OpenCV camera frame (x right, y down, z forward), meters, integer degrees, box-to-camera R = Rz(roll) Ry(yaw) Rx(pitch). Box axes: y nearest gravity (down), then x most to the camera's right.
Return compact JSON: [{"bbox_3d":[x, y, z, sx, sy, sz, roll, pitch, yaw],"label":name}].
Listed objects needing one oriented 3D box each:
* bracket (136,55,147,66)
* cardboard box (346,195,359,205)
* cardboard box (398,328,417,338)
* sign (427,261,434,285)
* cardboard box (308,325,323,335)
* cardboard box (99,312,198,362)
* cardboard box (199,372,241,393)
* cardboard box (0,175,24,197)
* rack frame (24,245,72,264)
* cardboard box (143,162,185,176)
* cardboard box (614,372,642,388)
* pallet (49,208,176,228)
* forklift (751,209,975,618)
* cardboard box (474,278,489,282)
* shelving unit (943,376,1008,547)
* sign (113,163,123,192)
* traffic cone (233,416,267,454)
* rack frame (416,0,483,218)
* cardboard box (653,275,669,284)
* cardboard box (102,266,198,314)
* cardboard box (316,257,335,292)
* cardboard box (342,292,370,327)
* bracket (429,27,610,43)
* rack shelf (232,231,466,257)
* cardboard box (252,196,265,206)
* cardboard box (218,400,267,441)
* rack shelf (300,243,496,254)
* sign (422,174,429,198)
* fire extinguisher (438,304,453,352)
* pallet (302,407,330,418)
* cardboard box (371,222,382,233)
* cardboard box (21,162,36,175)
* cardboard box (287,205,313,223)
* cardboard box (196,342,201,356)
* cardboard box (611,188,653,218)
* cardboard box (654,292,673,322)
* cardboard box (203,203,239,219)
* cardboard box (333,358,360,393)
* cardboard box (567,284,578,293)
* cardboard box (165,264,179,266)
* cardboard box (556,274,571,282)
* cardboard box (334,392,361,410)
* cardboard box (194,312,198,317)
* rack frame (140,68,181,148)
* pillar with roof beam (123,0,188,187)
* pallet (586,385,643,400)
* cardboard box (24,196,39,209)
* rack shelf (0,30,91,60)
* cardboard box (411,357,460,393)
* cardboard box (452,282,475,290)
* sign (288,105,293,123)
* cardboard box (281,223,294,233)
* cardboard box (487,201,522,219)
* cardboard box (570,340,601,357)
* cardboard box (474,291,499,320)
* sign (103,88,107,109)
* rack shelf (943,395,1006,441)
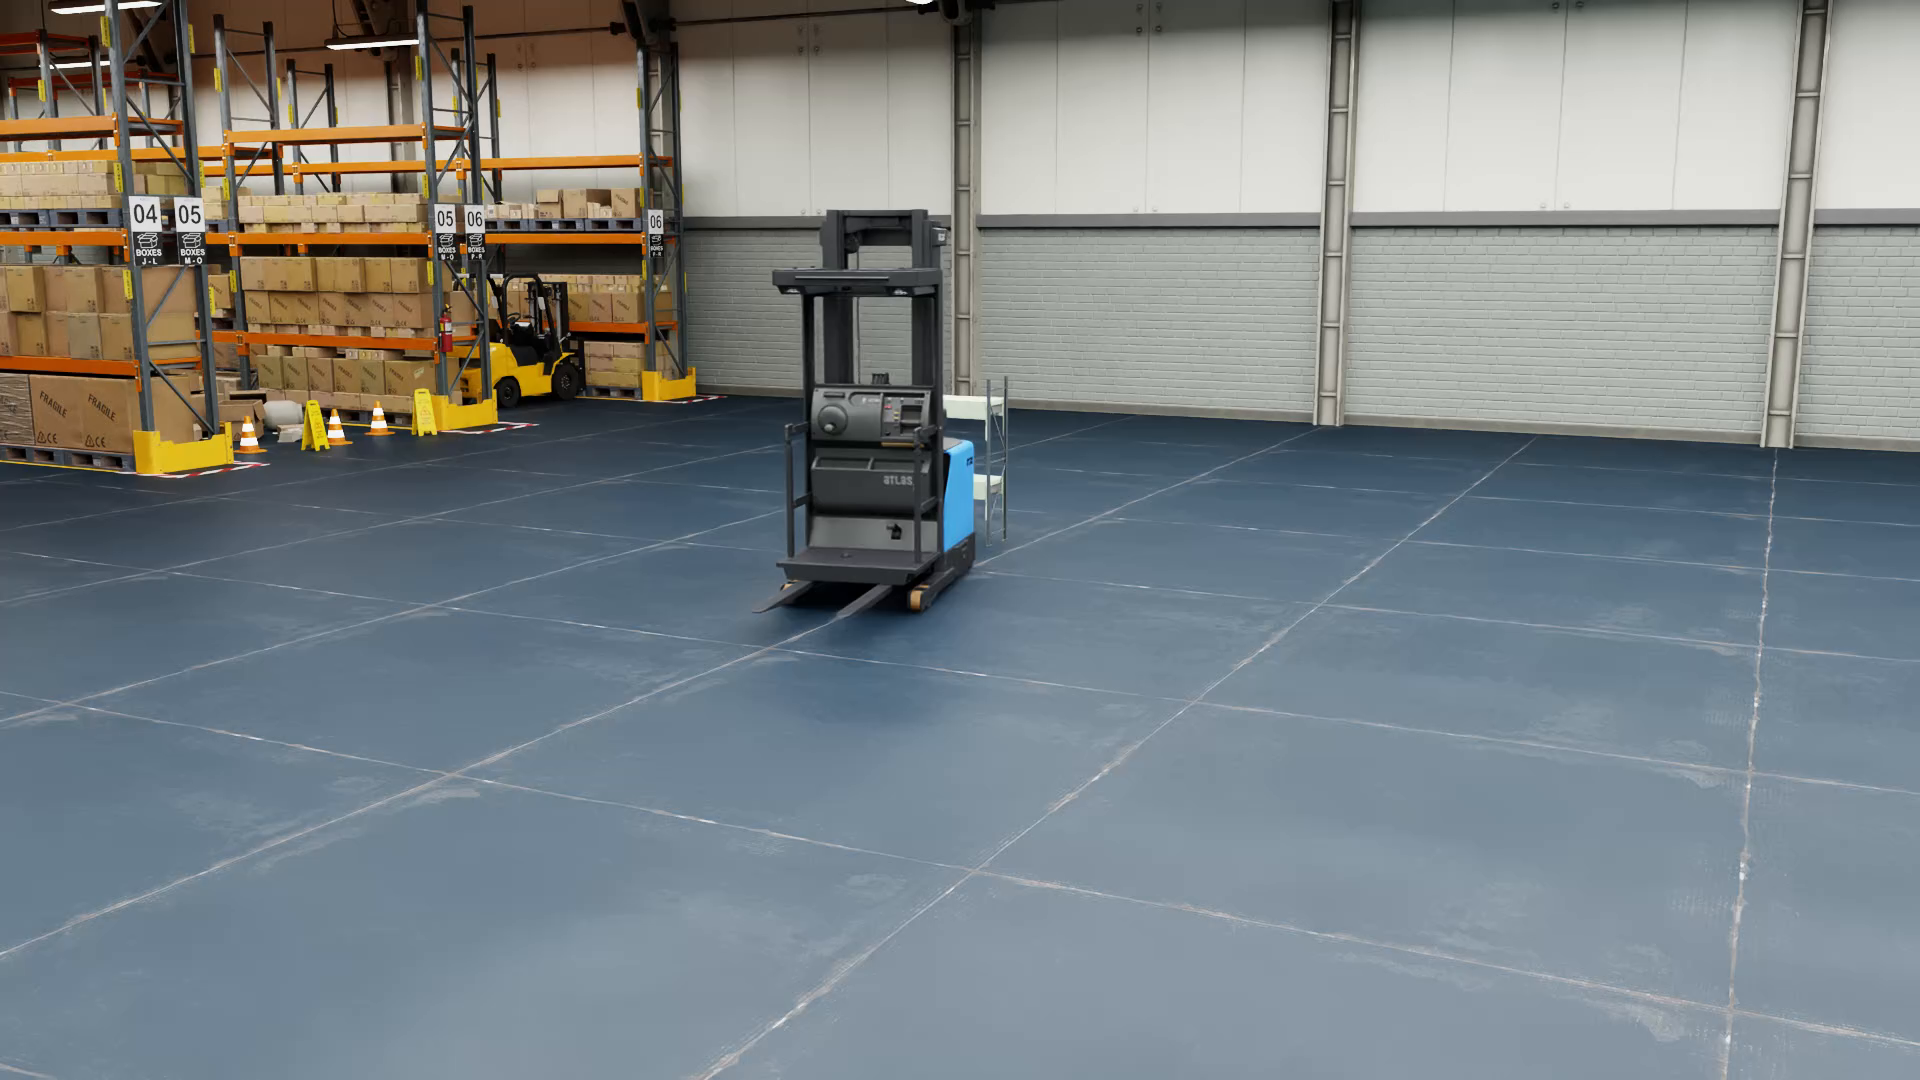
[{"bbox_3d":[-16.572,-9.785,33.918,0.430,0.232,0.235,5,11,26],"label":"bracket"},{"bbox_3d":[-8.778,-4.989,24.419,0.250,0.149,0.380,5,11,24],"label":"cardboard box"},{"bbox_3d":[-7.955,-3.022,24.210,0.250,0.149,0.380,5,11,25],"label":"cardboard box"},{"bbox_3d":[-7.513,-3.786,23.588,0.005,0.325,0.100,5,11,26],"label":"sign"},{"bbox_3d":[-9.553,-3.161,24.979,0.250,0.149,0.380,5,11,26],"label":"cardboard box"},{"bbox_3d":[-9.701,-2.445,19.897,0.550,0.550,0.875,5,11,26],"label":"cardboard box"},{"bbox_3d":[-11.954,-2.474,26.675,0.625,0.372,0.950,6,12,29],"label":"cardboard box"},{"bbox_3d":[-11.261,-4.267,20.086,0.500,0.250,0.500,5,11,26],"label":"cardboard box"},{"bbox_3d":[-19.405,-5.202,35.549,0.127,3.000,1.000,5,11,26],"label":"rack frame"},{"bbox_3d":[-9.507,-4.427,19.853,0.250,0.149,0.380,5,11,26],"label":"cardboard box"},{"bbox_3d":[-5.617,-2.781,28.716,0.500,0.250,0.500,5,11,26],"label":"cardboard box"},{"bbox_3d":[-10.018,-3.839,19.843,1.213,0.211,1.003,5,11,26],"label":"pallet"},{"bbox_3d":[-0.726,-0.984,12.438,1.130,2.935,3.031,3,11,14],"label":"forklift"},{"bbox_3d":[-8.489,-4.698,29.830,0.250,0.149,0.380,5,12,27],"label":"cardboard box"},{"bbox_3d":[0.006,-0.737,15.094,0.755,1.500,0.431,5,11,26],"label":"shelving unit"},{"bbox_3d":[-9.601,-4.137,18.977,0.005,0.325,0.100,5,11,26],"label":"sign"},{"bbox_3d":[-9.197,-1.370,21.499,0.334,0.463,0.336,5,11,26],"label":"traffic cone"},{"bbox_3d":[-7.249,-6.100,23.666,0.127,3.000,1.000,5,11,26],"label":"rack frame"},{"bbox_3d":[-5.263,-4.516,28.824,0.250,0.149,0.380,5,11,25],"label":"cardboard box"},{"bbox_3d":[-9.664,-2.990,19.875,0.550,0.550,0.875,5,11,26],"label":"cardboard box"},{"bbox_3d":[-9.143,-3.967,24.804,0.500,0.500,0.700,5,11,25],"label":"cardboard box"},{"bbox_3d":[-8.752,-3.422,24.602,0.500,0.500,0.500,5,11,26],"label":"cardboard box"},{"bbox_3d":[-8.121,-9.042,29.815,4.783,0.066,0.076,5,11,26],"label":"bracket"},{"bbox_3d":[-9.043,-4.428,24.868,4.000,0.370,1.077,5,11,26],"label":"rack shelf"},{"bbox_3d":[-10.452,-5.115,25.114,0.250,0.149,0.380,5,12,28],"label":"cardboard box"},{"bbox_3d":[-9.944,-1.654,22.954,0.637,0.503,0.797,-2,11,-14],"label":"cardboard box"},{"bbox_3d":[-10.437,-5.536,30.992,4.000,0.370,1.077,5,11,26],"label":"rack shelf"},{"bbox_3d":[-7.513,-4.973,23.374,0.005,0.325,0.100,5,11,26],"label":"sign"},{"bbox_3d":[-7.350,-3.027,23.751,0.183,0.674,0.296,5,11,26],"label":"fire extinguisher"},{"bbox_3d":[-10.218,-2.044,25.929,1.213,0.211,1.003,5,11,26],"label":"pallet"},{"bbox_3d":[-8.351,-4.555,24.259,0.250,0.149,0.380,5,11,26],"label":"cardboard box"},{"bbox_3d":[-10.941,-4.423,19.828,0.250,0.149,0.380,5,11,25],"label":"cardboard box"},{"bbox_3d":[-9.653,-4.853,24.783,0.500,0.250,0.500,5,11,26],"label":"cardboard box"},{"bbox_3d":[-15.001,-3.749,33.360,0.500,0.500,0.500,5,11,25],"label":"cardboard box"},{"bbox_3d":[-5.561,-5.718,28.238,0.500,0.500,0.500,5,12,28],"label":"cardboard box"},{"bbox_3d":[-5.377,-4.074,29.034,0.500,0.500,0.500,5,12,28],"label":"cardboard box"},{"bbox_3d":[-11.424,-5.095,25.778,0.500,0.250,0.500,5,11,25],"label":"cardboard box"},{"bbox_3d":[-9.002,-2.473,24.910,0.500,0.500,0.500,5,11,24],"label":"cardboard box"},{"bbox_3d":[-6.652,-4.389,28.957,0.250,0.149,0.380,5,11,26],"label":"cardboard box"},{"bbox_3d":[-12.831,-4.416,27.090,0.250,0.149,0.380,4,11,23],"label":"cardboard box"},{"bbox_3d":[-6.849,-4.570,29.122,0.250,0.149,0.380,5,11,27],"label":"cardboard box"},{"bbox_3d":[-9.026,-2.105,24.978,0.500,0.250,0.500,5,11,24],"label":"cardboard box"},{"bbox_3d":[-11.895,-3.581,26.119,0.250,0.149,0.380,5,11,25],"label":"cardboard box"},{"bbox_3d":[-15.817,-7.839,33.273,0.127,3.000,1.000,5,11,26],"label":"rack frame"},{"bbox_3d":[-17.948,-7.350,30.573,0.548,9.000,9.100,5,11,26],"label":"pillar with roof beam"},{"bbox_3d":[-5.760,-2.622,29.127,1.213,0.211,1.003,5,11,26],"label":"pallet"},{"bbox_3d":[-10.936,-4.030,19.897,0.250,0.149,0.380,5,11,26],"label":"cardboard box"},{"bbox_3d":[-16.217,-8.169,27.789,4.000,0.370,1.077,5,11,26],"label":"rack shelf"},{"bbox_3d":[-7.872,-2.480,24.947,0.500,0.500,0.500,5,11,24],"label":"cardboard box"},{"bbox_3d":[-9.048,-4.616,30.210,0.250,0.149,0.380,5,12,28],"label":"cardboard box"},{"bbox_3d":[-12.462,-7.935,30.958,0.005,0.325,0.100,5,11,26],"label":"sign"},{"bbox_3d":[-9.977,-4.694,25.028,0.250,0.149,0.380,5,12,28],"label":"cardboard box"},{"bbox_3d":[-8.005,-5.840,29.441,0.500,0.311,0.500,5,12,27],"label":"cardboard box"},{"bbox_3d":[-6.524,-3.351,29.054,0.500,0.250,0.500,5,11,27],"label":"cardboard box"},{"bbox_3d":[-8.361,-4.229,29.892,0.500,0.500,0.500,5,11,24],"label":"cardboard box"},{"bbox_3d":[-14.192,-7.316,27.542,0.005,0.325,0.100,5,11,26],"label":"sign"},{"bbox_3d":[0.006,-1.122,15.024,0.720,0.370,0.431,5,11,26],"label":"rack shelf"}]
